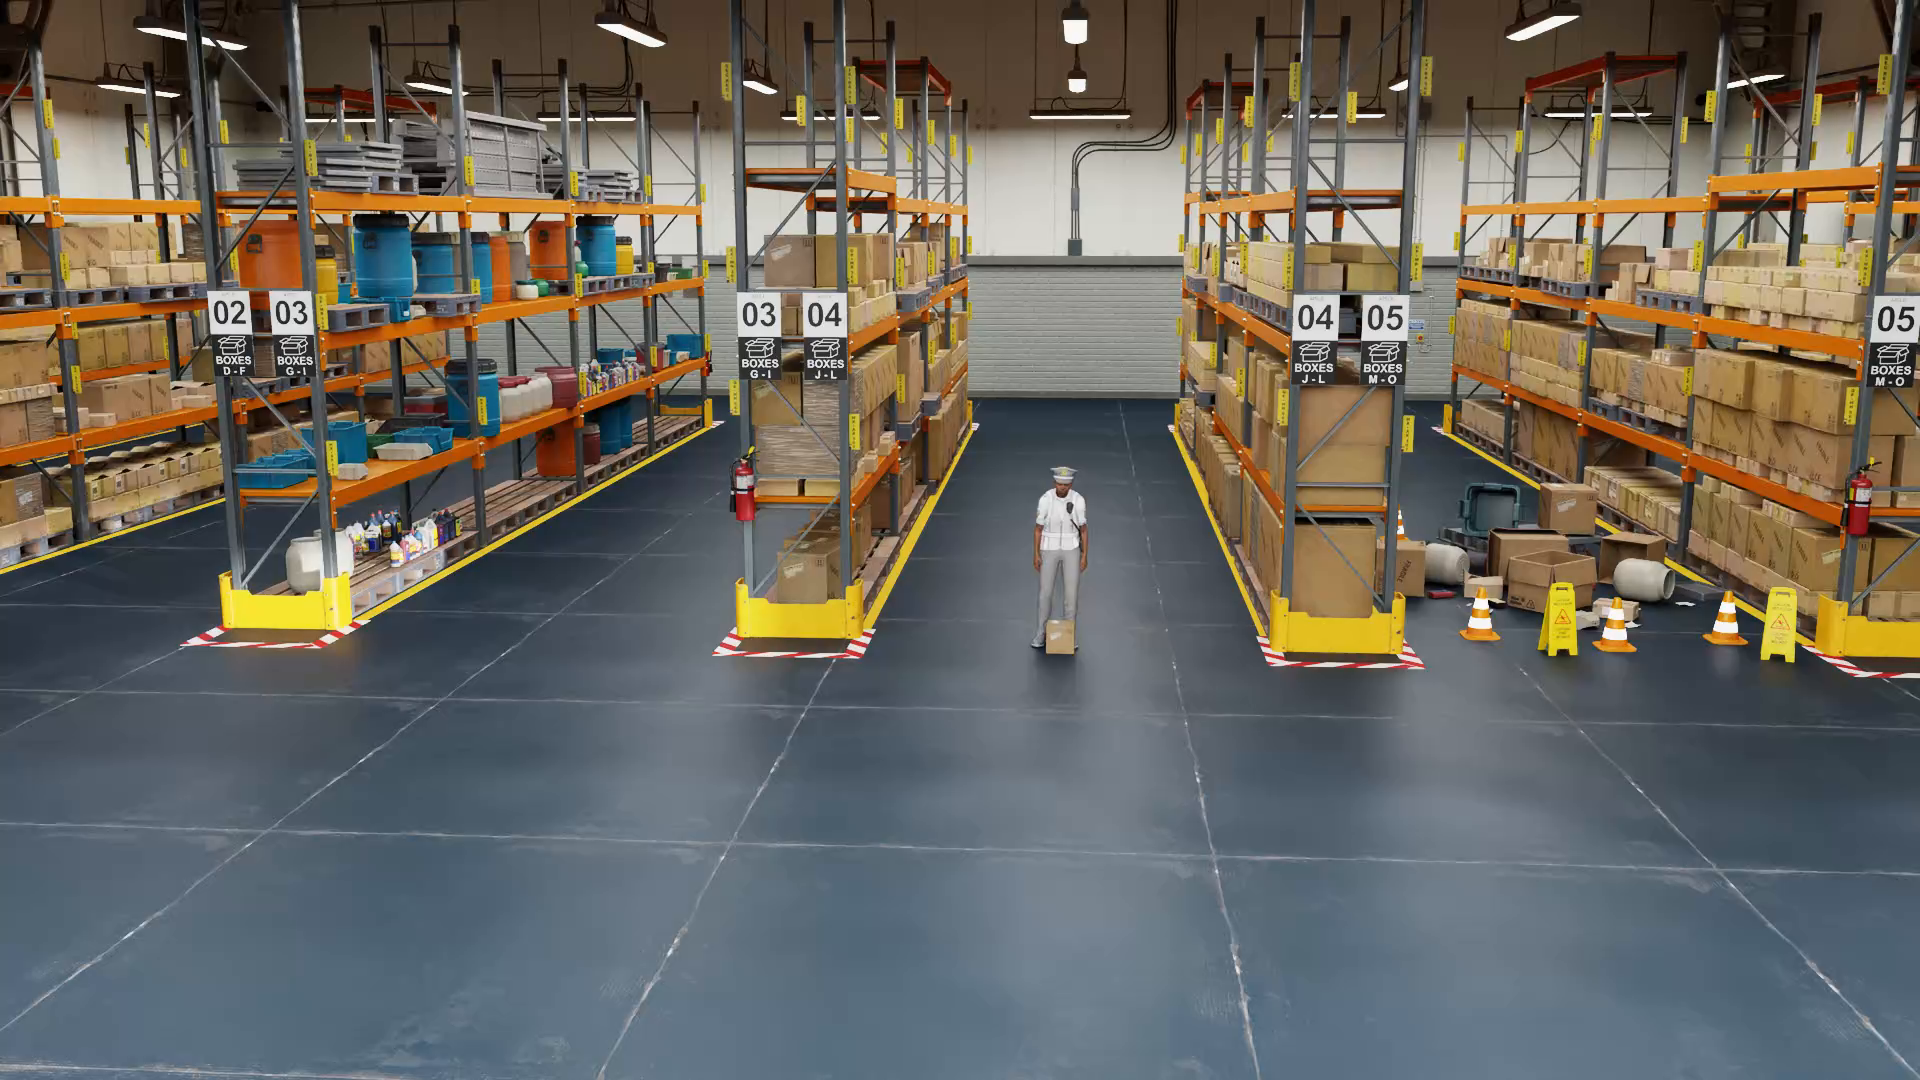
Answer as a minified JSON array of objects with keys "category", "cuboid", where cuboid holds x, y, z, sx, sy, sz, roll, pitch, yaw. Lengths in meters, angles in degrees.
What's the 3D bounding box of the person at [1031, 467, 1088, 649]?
[{"category":"person","cuboid":[0.912,0.146,15.168,0.505,1.660,0.415,1,11,4]}]
